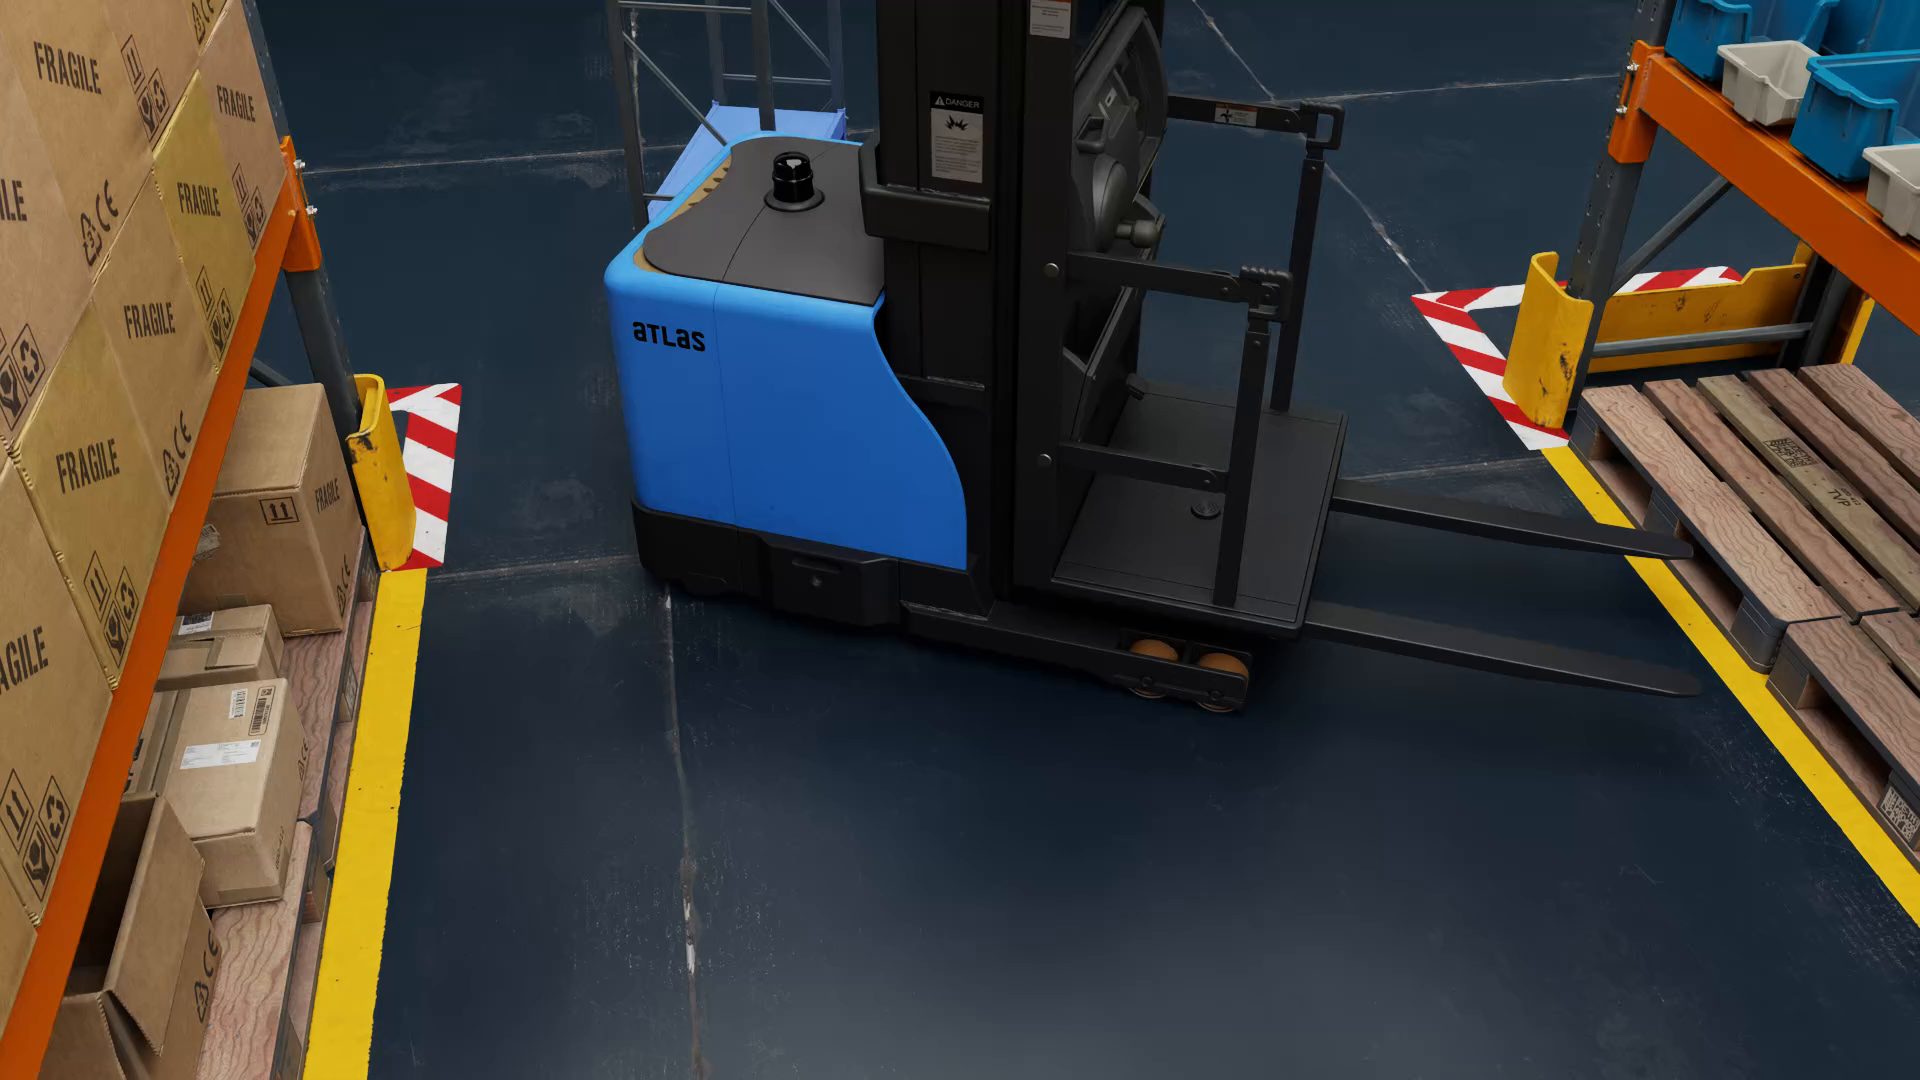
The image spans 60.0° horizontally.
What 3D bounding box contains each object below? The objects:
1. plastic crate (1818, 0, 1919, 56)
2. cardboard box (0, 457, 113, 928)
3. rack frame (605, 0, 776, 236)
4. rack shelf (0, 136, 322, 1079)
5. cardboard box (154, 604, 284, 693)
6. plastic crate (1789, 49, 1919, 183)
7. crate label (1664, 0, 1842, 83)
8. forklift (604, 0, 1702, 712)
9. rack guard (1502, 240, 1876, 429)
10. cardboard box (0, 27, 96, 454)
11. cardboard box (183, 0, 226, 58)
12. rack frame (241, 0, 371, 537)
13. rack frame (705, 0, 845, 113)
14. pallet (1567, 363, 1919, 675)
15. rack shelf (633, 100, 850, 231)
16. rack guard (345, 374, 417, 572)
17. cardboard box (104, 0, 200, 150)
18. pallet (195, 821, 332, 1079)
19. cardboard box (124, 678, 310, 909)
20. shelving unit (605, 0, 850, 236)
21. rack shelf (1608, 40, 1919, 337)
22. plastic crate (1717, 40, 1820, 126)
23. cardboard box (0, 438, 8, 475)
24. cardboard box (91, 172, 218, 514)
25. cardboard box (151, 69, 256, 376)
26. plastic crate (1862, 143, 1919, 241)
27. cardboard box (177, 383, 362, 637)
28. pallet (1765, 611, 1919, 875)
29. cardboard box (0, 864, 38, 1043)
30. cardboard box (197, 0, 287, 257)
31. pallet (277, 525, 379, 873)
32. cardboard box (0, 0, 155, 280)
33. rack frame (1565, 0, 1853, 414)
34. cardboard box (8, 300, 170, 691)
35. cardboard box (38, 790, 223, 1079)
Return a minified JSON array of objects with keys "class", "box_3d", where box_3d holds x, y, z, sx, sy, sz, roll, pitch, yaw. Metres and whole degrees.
[{"class":"plastic crate","box_3d":[2.799,-1.570,4.748,0.616,0.435,0.499,-6,38,-8]},{"class":"cardboard box","box_3d":[-1.619,0.245,2.409,0.500,0.500,0.500,-6,38,-8]},{"class":"rack frame","box_3d":[-0.833,-1.109,5.456,0.500,1.500,0.032,5,38,7]},{"class":"rack shelf","box_3d":[-1.970,0.309,2.994,1.077,0.370,4.000,-6,38,-8]},{"class":"cardboard box","box_3d":[-2.000,0.318,4.347,0.380,0.166,0.250,-6,38,-8]},{"class":"plastic crate","box_3d":[2.391,-1.089,4.295,0.416,0.233,0.300,-6,38,-8]},{"class":"crate label","box_3d":[2.276,-1.487,4.807,0.416,0.233,0.303,-6,38,-8]},{"class":"forklift","box_3d":[0.599,-1.044,4.205,3.031,2.935,1.130,11,39,13]},{"class":"rack guard","box_3d":[2.540,-0.740,5.795,1.175,0.500,0.348,-6,38,-8]},{"class":"cardboard box","box_3d":[-1.697,-0.451,2.489,0.500,0.500,0.500,-5,38,-7]},{"class":"cardboard box","box_3d":[-1.972,-1.379,3.683,0.500,0.500,0.500,-7,38,-8]},{"class":"rack frame","box_3d":[-2.321,-1.184,4.328,1.000,3.000,0.127,-6,38,-8]},{"class":"rack frame","box_3d":[-0.685,-1.727,6.250,0.500,1.500,0.032,5,38,7]},{"class":"pallet","box_3d":[2.663,-0.111,5.220,1.003,0.211,1.213,-6,38,-8]},{"class":"rack shelf","box_3d":[-0.759,-1.276,5.963,0.538,0.185,1.000,5,38,7]},{"class":"rack guard","box_3d":[-2.307,-0.150,5.036,1.175,0.500,0.348,-6,38,-8]},{"class":"cardboard box","box_3d":[-1.882,-1.074,3.290,0.500,0.500,0.500,-5,38,-7]},{"class":"pallet","box_3d":[-1.956,1.180,3.559,1.003,0.211,1.213,-6,38,-8]},{"class":"cardboard box","box_3d":[-1.846,0.608,3.906,0.500,0.250,0.500,-6,38,-8]},{"class":"shelving unit","box_3d":[-0.759,-1.418,5.853,0.538,1.500,1.048,5,38,7]},{"class":"rack shelf","box_3d":[2.907,-0.222,3.677,1.077,0.370,4.000,-6,38,-8]},{"class":"plastic crate","box_3d":[2.251,-1.246,4.575,0.250,0.136,0.298,-6,38,-8]},{"class":"cardboard box","box_3d":[-1.605,-0.139,2.087,0.500,0.500,0.500,-7,38,-9]},{"class":"cardboard box","box_3d":[-1.798,-0.367,3.196,0.500,0.500,0.500,-6,38,-8]},{"class":"cardboard box","box_3d":[-1.880,-0.669,3.584,0.500,0.500,0.500,-6,38,-8]},{"class":"plastic crate","box_3d":[2.370,-0.837,4.048,0.250,0.136,0.298,-6,38,-8]},{"class":"cardboard box","box_3d":[-1.983,-0.068,4.572,0.500,0.500,0.500,-6,38,-8]},{"class":"pallet","box_3d":[2.874,0.625,4.274,1.003,0.211,1.213,-6,38,-8]},{"class":"cardboard box","box_3d":[-1.533,0.547,2.020,0.500,0.500,0.500,-6,38,-7]},{"class":"cardboard box","box_3d":[-1.974,-0.982,3.987,0.500,0.500,0.500,-5,38,-7]},{"class":"pallet","box_3d":[-2.166,0.445,4.505,1.003,0.211,1.213,-6,38,-8]},{"class":"cardboard box","box_3d":[-1.787,-0.761,2.888,0.500,0.500,0.500,-5,38,-7]},{"class":"rack frame","box_3d":[2.557,-1.714,5.011,1.000,3.000,0.127,-6,38,-8]},{"class":"cardboard box","box_3d":[-1.709,-0.062,2.804,0.500,0.500,0.500,-7,38,-9]},{"class":"cardboard box","box_3d":[-1.954,0.910,3.309,0.797,0.503,0.637,-6,38,-8]}]
